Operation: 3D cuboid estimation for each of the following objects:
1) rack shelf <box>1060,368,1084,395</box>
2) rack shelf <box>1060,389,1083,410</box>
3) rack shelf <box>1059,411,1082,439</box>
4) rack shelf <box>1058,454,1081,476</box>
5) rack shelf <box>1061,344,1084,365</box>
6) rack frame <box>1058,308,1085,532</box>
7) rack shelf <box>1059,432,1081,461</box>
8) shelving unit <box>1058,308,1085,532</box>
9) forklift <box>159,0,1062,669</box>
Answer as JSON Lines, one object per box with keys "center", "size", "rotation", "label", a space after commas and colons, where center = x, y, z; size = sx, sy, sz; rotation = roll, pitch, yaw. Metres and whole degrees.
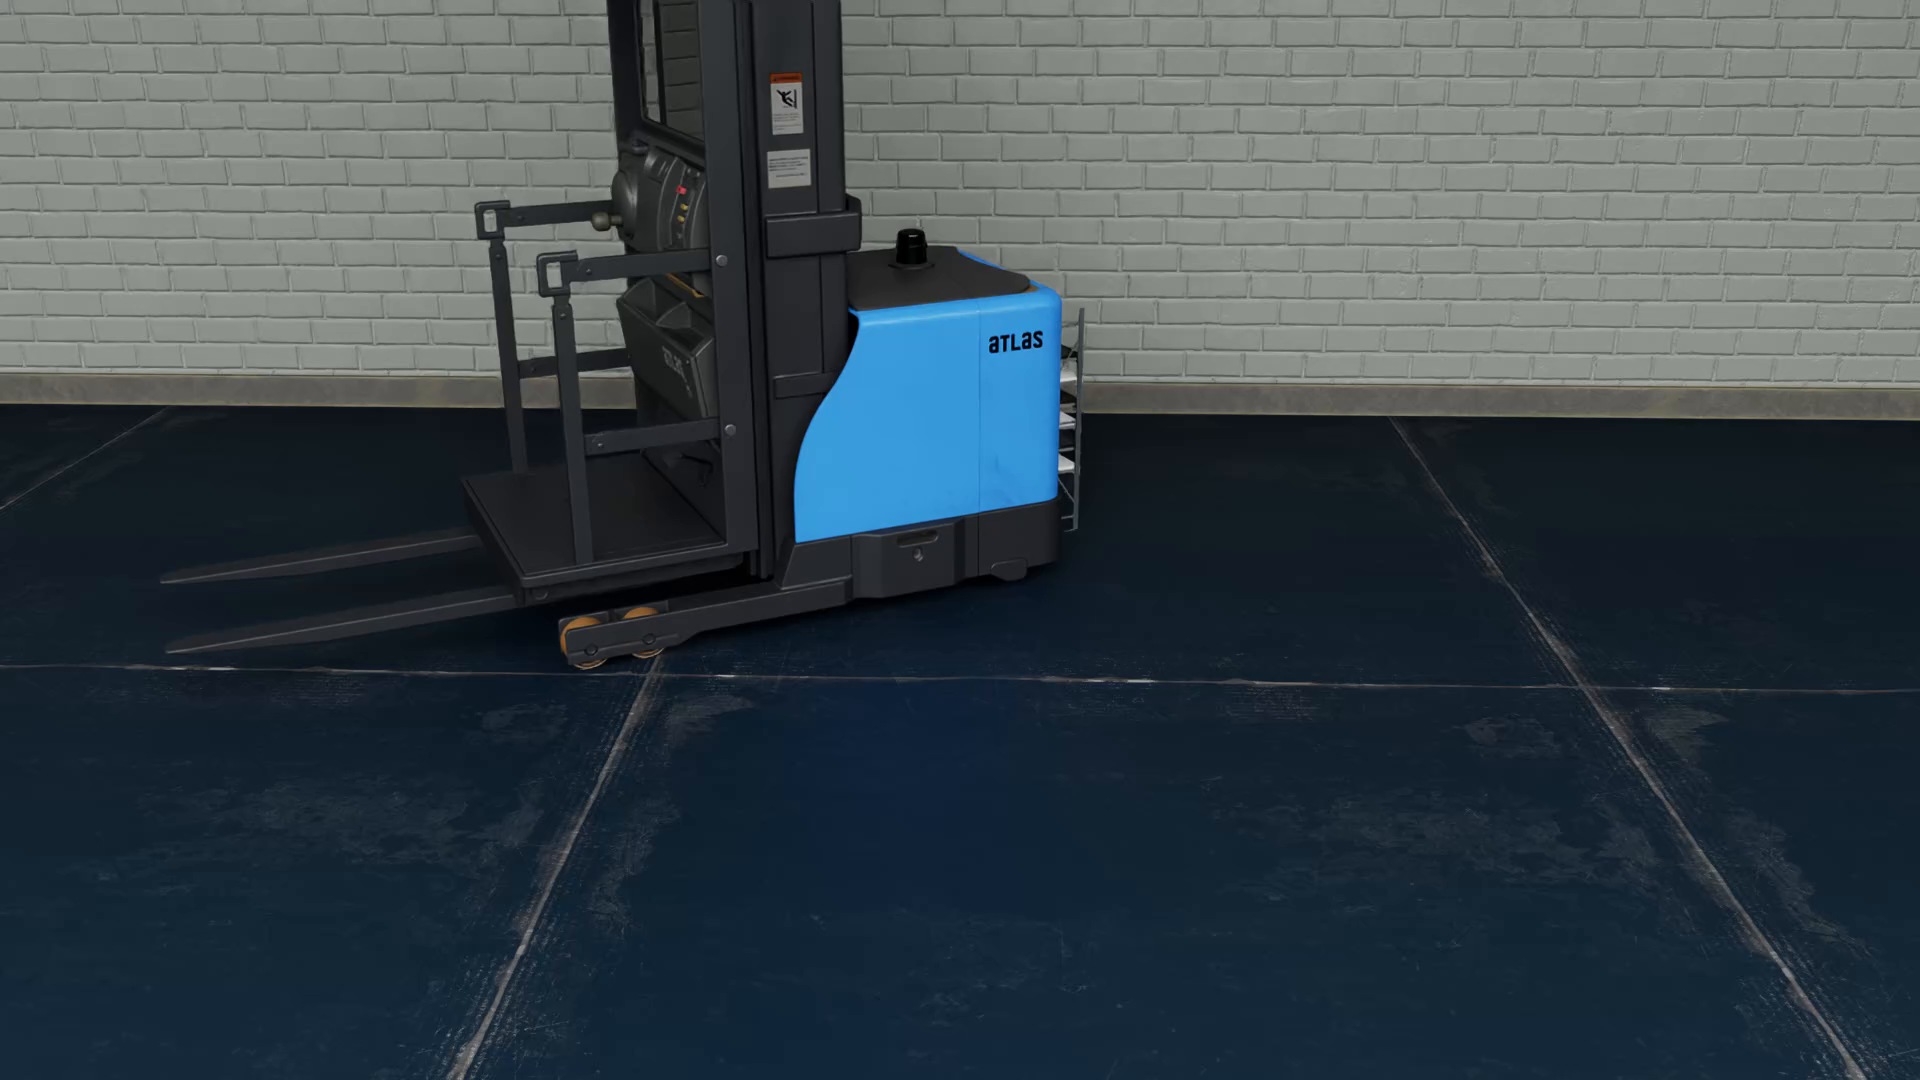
{"center": [0.318, -0.612, 6.456], "size": [0.258, 0.077, 0.200], "rotation": [-10, 23, -24], "label": "rack shelf"}
{"center": [0.318, -0.528, 6.488], "size": [0.258, 0.077, 0.200], "rotation": [-10, 23, -24], "label": "rack shelf"}
{"center": [0.317, -0.444, 6.520], "size": [0.258, 0.077, 0.200], "rotation": [-10, 23, -24], "label": "rack shelf"}
{"center": [0.317, -0.276, 6.585], "size": [0.258, 0.077, 0.200], "rotation": [-10, 23, -24], "label": "rack shelf"}
{"center": [0.318, -0.696, 6.423], "size": [0.258, 0.077, 0.200], "rotation": [-10, 23, -24], "label": "rack shelf"}
{"center": [0.361, -0.442, 6.423], "size": [0.240, 0.900, 0.006], "rotation": [-10, 23, -24], "label": "rack frame"}
{"center": [0.317, -0.360, 6.553], "size": [0.258, 0.077, 0.200], "rotation": [-10, 23, -24], "label": "rack shelf"}
{"center": [0.317, -0.475, 6.508], "size": [0.258, 0.900, 0.210], "rotation": [-10, 23, -24], "label": "shelving unit"}
{"center": [-1.183, -1.162, 5.472], "size": [3.031, 2.935, 1.130], "rotation": [-10, 23, -24], "label": "forklift"}
